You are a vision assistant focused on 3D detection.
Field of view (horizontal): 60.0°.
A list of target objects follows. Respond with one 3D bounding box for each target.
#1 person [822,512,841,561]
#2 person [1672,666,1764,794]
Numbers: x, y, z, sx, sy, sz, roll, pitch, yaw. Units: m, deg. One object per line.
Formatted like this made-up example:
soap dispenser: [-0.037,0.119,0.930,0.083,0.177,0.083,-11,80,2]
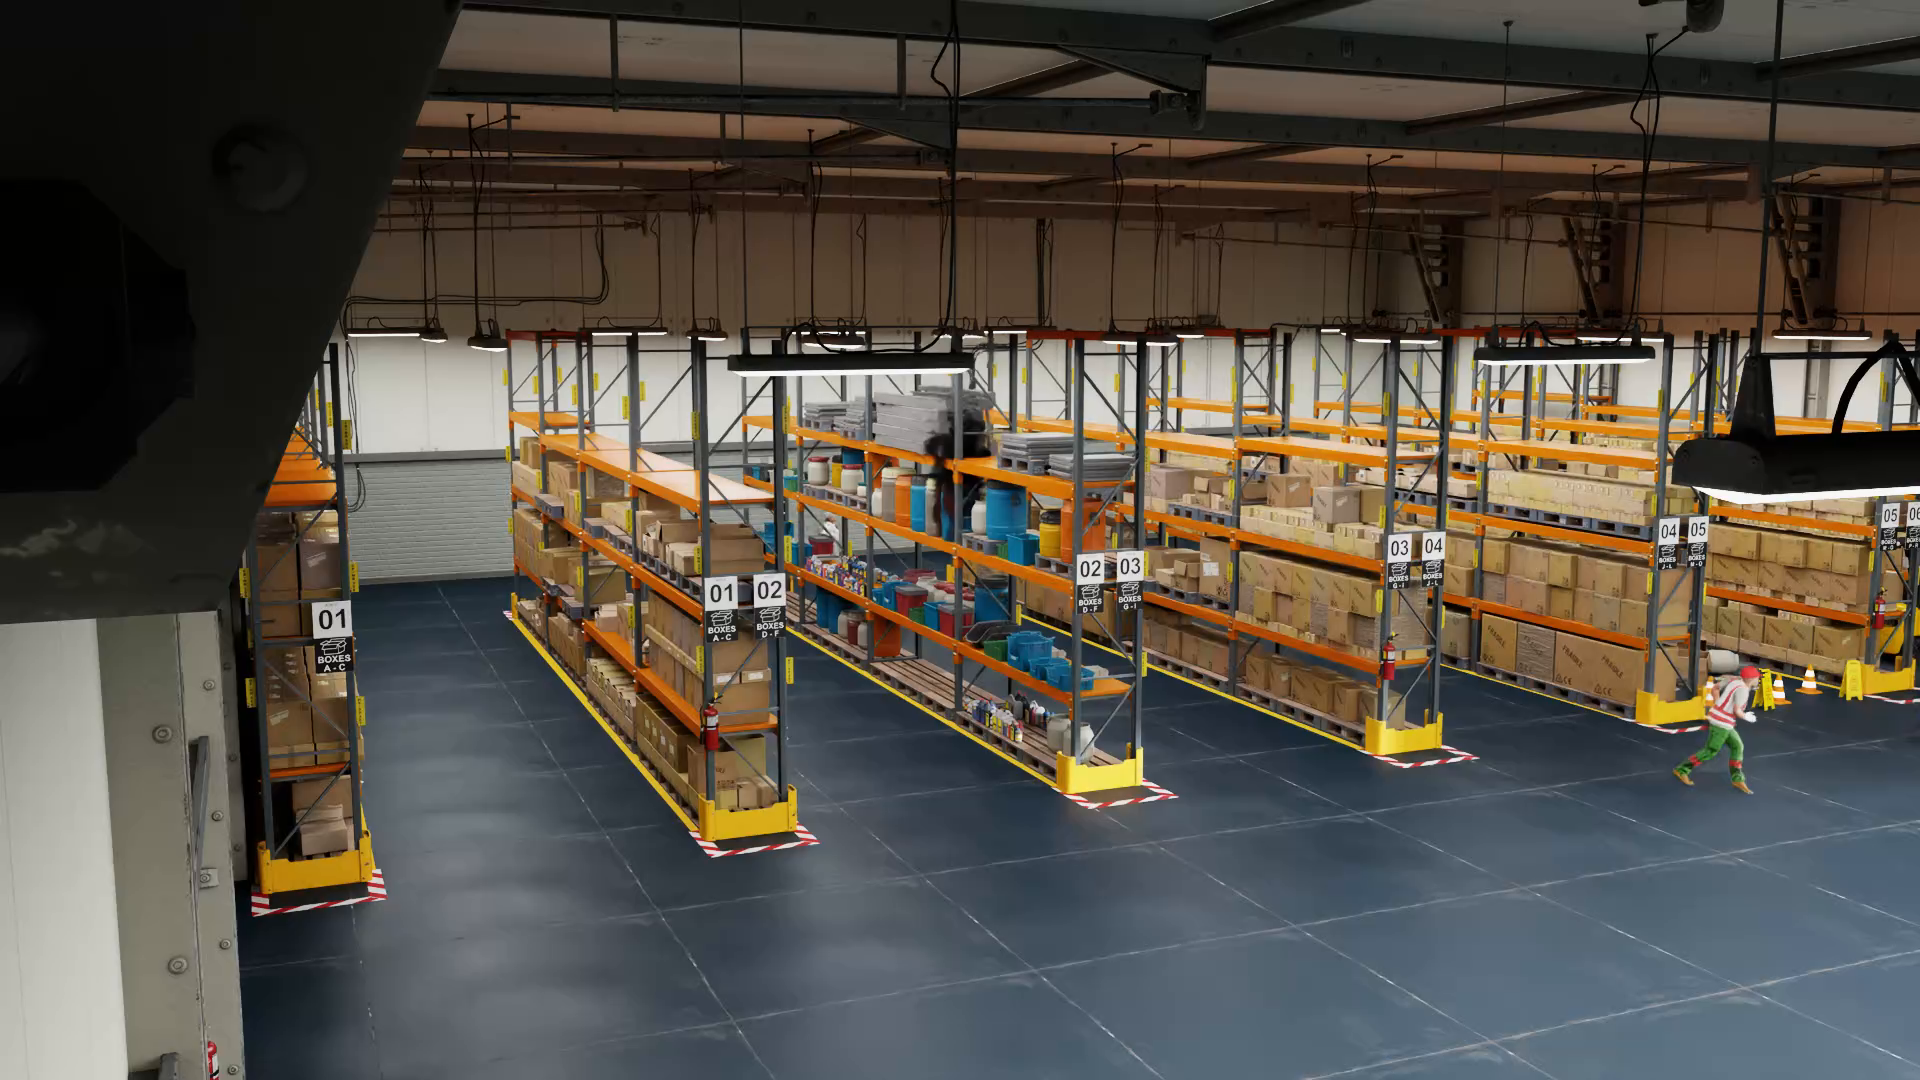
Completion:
person: [-3.127,0.159,39.494,0.742,1.648,0.618,0,8,1]
person: [10.062,2.515,22.102,1.060,1.731,0.703,1,8,8]
